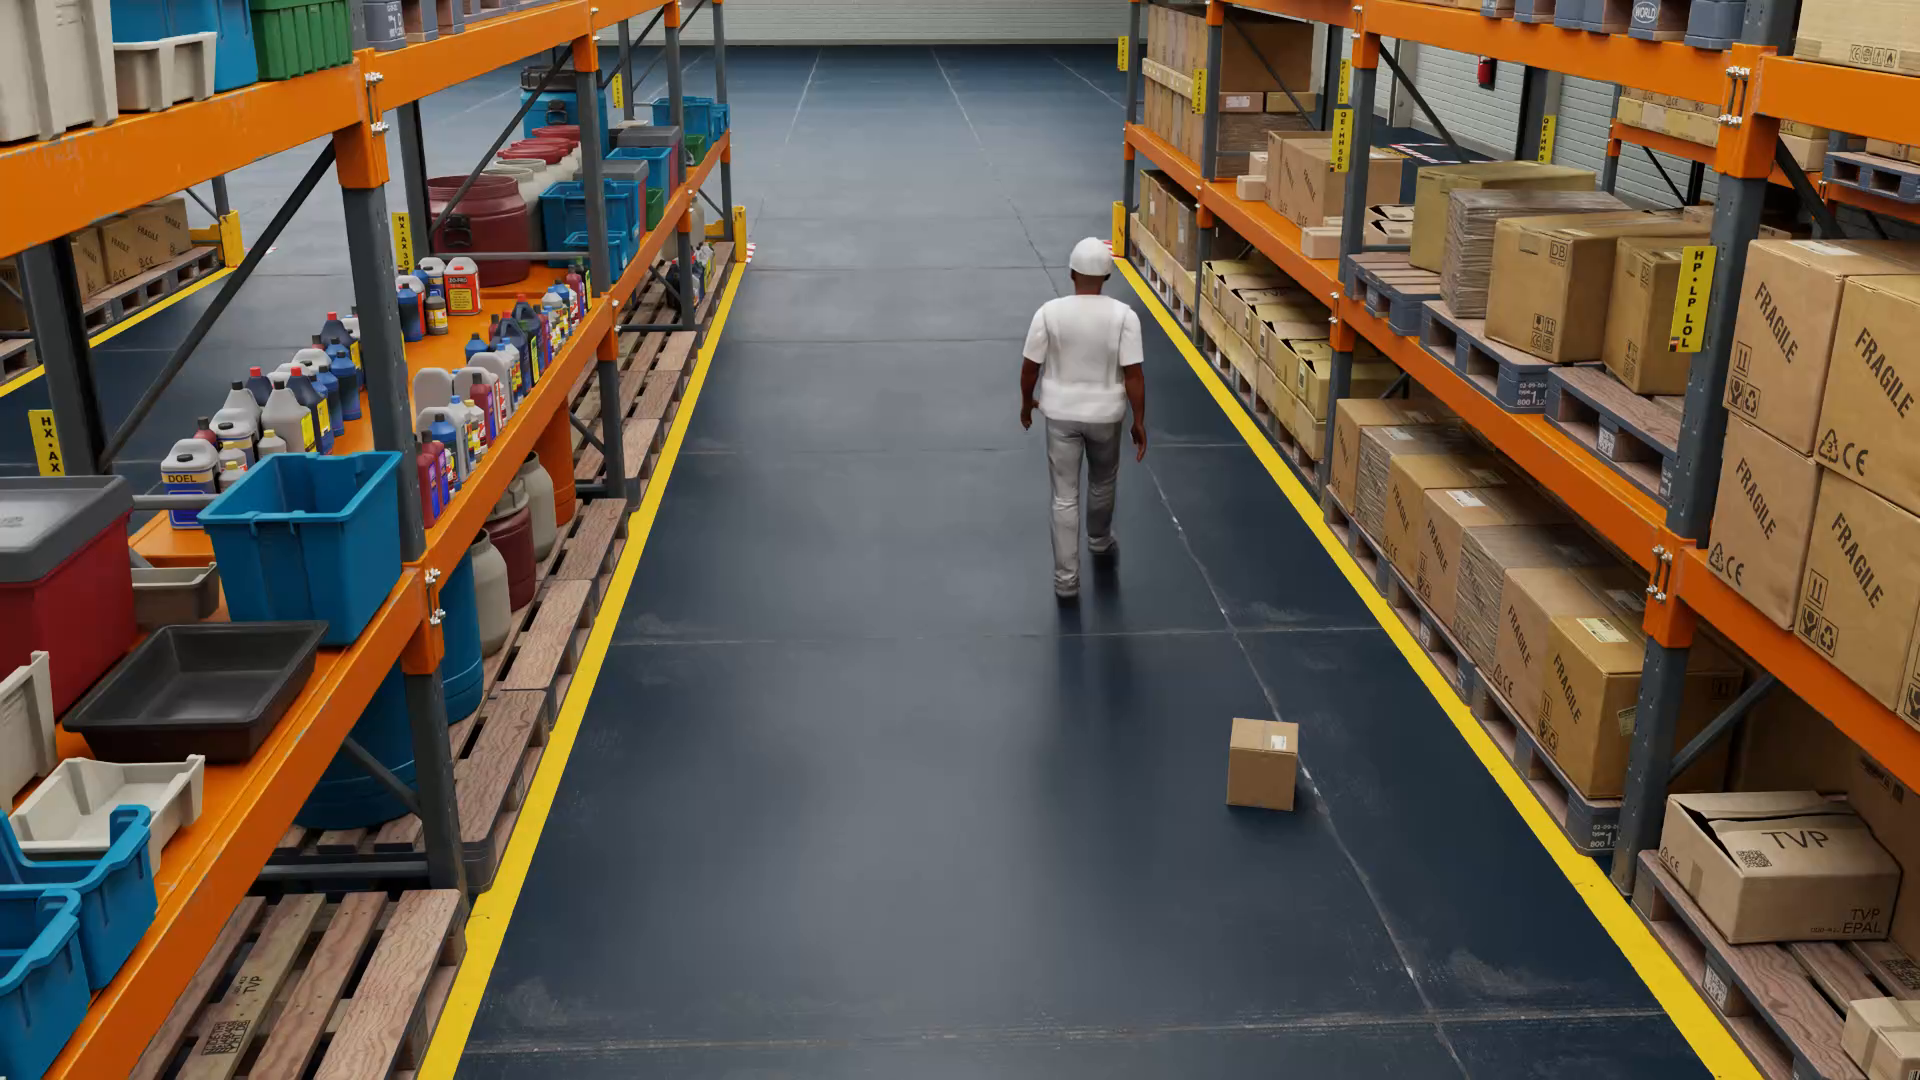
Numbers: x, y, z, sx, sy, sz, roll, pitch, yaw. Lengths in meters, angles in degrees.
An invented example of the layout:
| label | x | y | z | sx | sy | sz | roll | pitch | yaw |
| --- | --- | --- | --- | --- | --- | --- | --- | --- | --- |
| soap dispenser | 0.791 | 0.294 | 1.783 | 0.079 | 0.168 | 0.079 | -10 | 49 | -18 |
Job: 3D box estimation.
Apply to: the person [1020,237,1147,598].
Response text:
| label | x | y | z | sx | sy | sz | roll | pitch | yaw |
| --- | --- | --- | --- | --- | --- | --- | --- | --- | --- |
| person | 0.611 | -0.669 | 8.294 | 0.624 | 1.715 | 0.973 | 1 | 20 | 3 |
